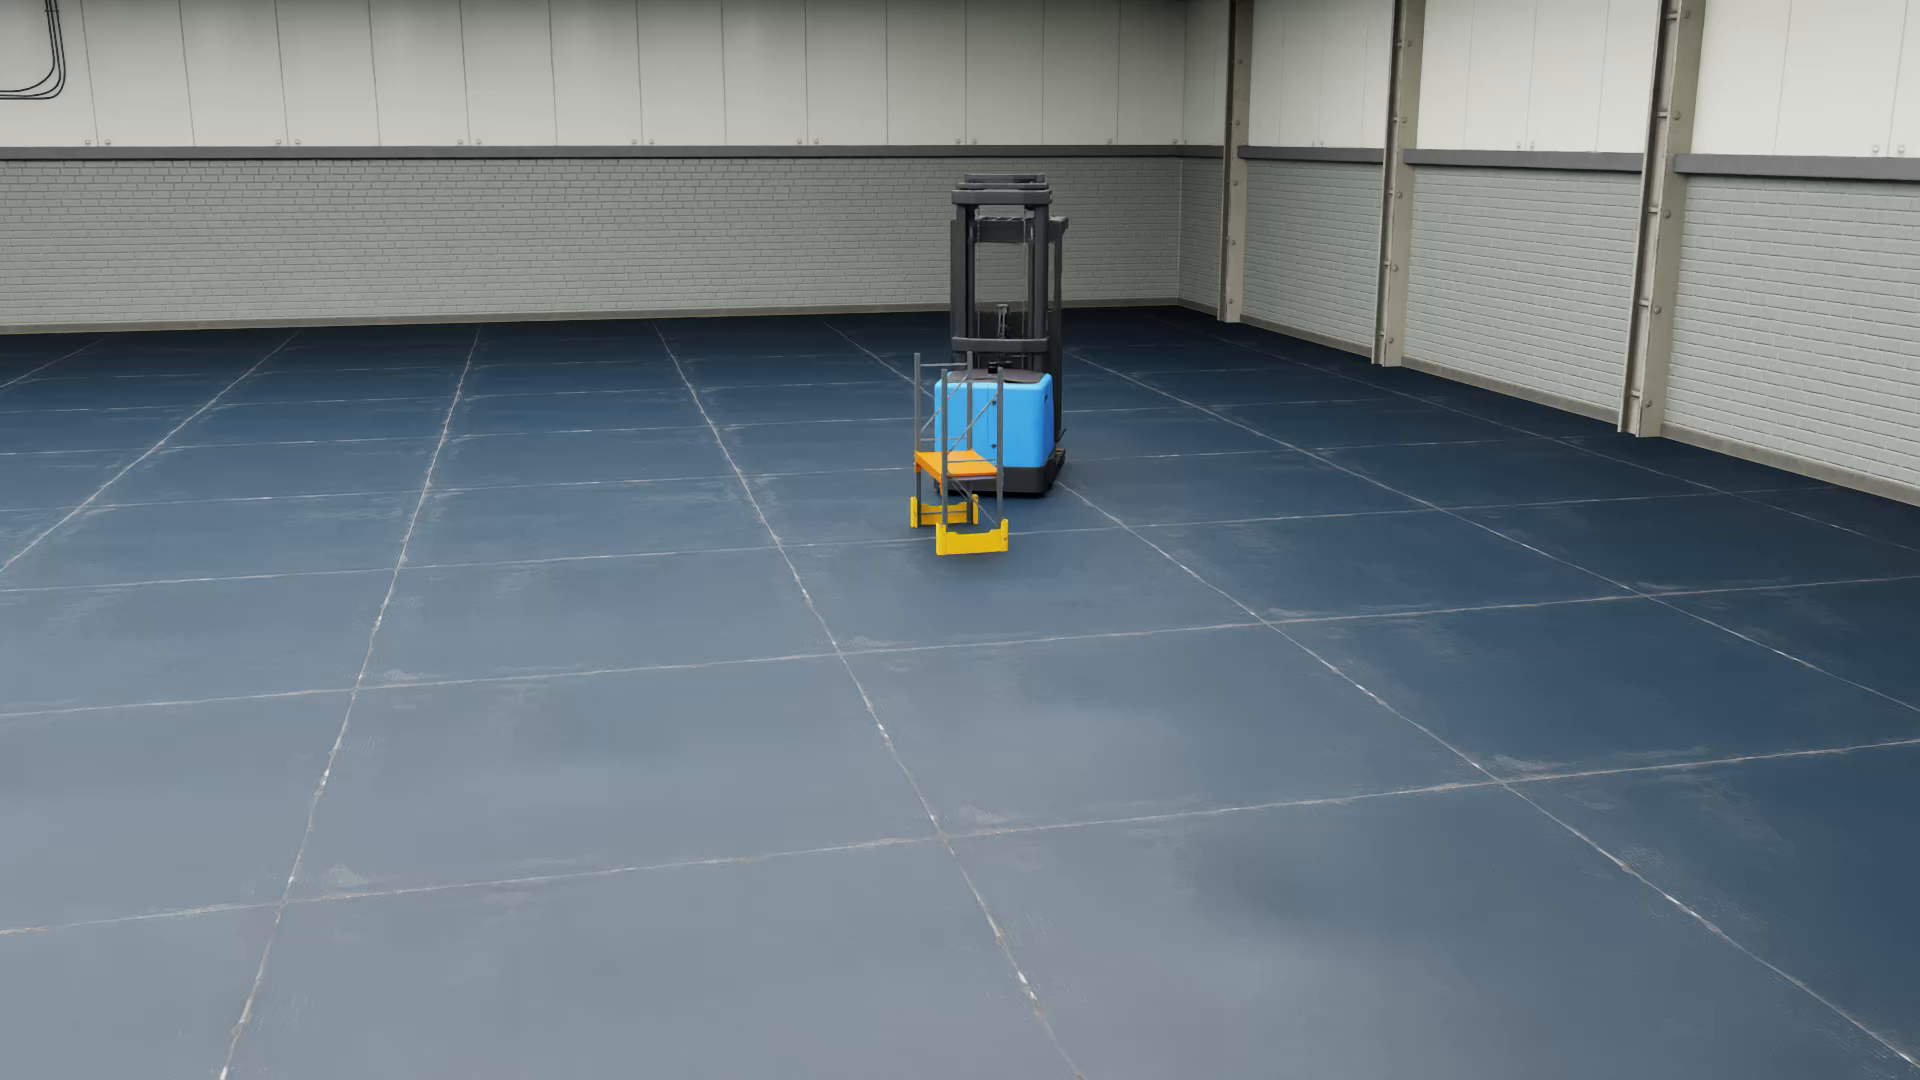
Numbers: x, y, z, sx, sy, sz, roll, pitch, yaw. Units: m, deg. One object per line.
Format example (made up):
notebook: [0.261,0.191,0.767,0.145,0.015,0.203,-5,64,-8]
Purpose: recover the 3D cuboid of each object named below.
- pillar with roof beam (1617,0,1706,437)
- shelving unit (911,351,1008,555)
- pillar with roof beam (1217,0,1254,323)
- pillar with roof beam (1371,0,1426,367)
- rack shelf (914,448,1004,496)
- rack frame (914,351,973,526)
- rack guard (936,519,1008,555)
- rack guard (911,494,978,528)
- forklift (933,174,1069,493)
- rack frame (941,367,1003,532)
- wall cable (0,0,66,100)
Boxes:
pillar with roof beam: [3.523,-5.336,16.808,9.100,9.000,0.400,-3,14,-13]
shelving unit: [-0.018,-0.746,13.821,0.587,1.500,1.083,-3,14,-13]
pillar with roof beam: [0.705,-8.104,28.139,9.100,9.000,0.400,-3,14,-13]
pillar with roof beam: [2.114,-6.720,22.473,9.100,9.000,0.400,-3,14,-13]
rack shelf: [-0.020,-0.574,13.872,0.538,0.185,1.000,-3,14,-13]
rack frame: [-0.139,-0.866,14.310,0.500,1.500,0.032,-3,14,-13]
rack guard: [0.099,-0.024,13.499,0.587,0.250,0.087,-3,14,-13]
rack guard: [-0.135,-0.254,14.440,0.587,0.250,0.087,-3,14,-13]
forklift: [0.488,-2.162,16.599,1.130,2.935,3.031,2,14,9]
rack frame: [0.099,-0.631,13.350,0.500,1.500,0.032,-3,14,-13]
wall cable: [-15.904,-9.519,26.765,2.305,6.003,0.169,-3,14,-13]
